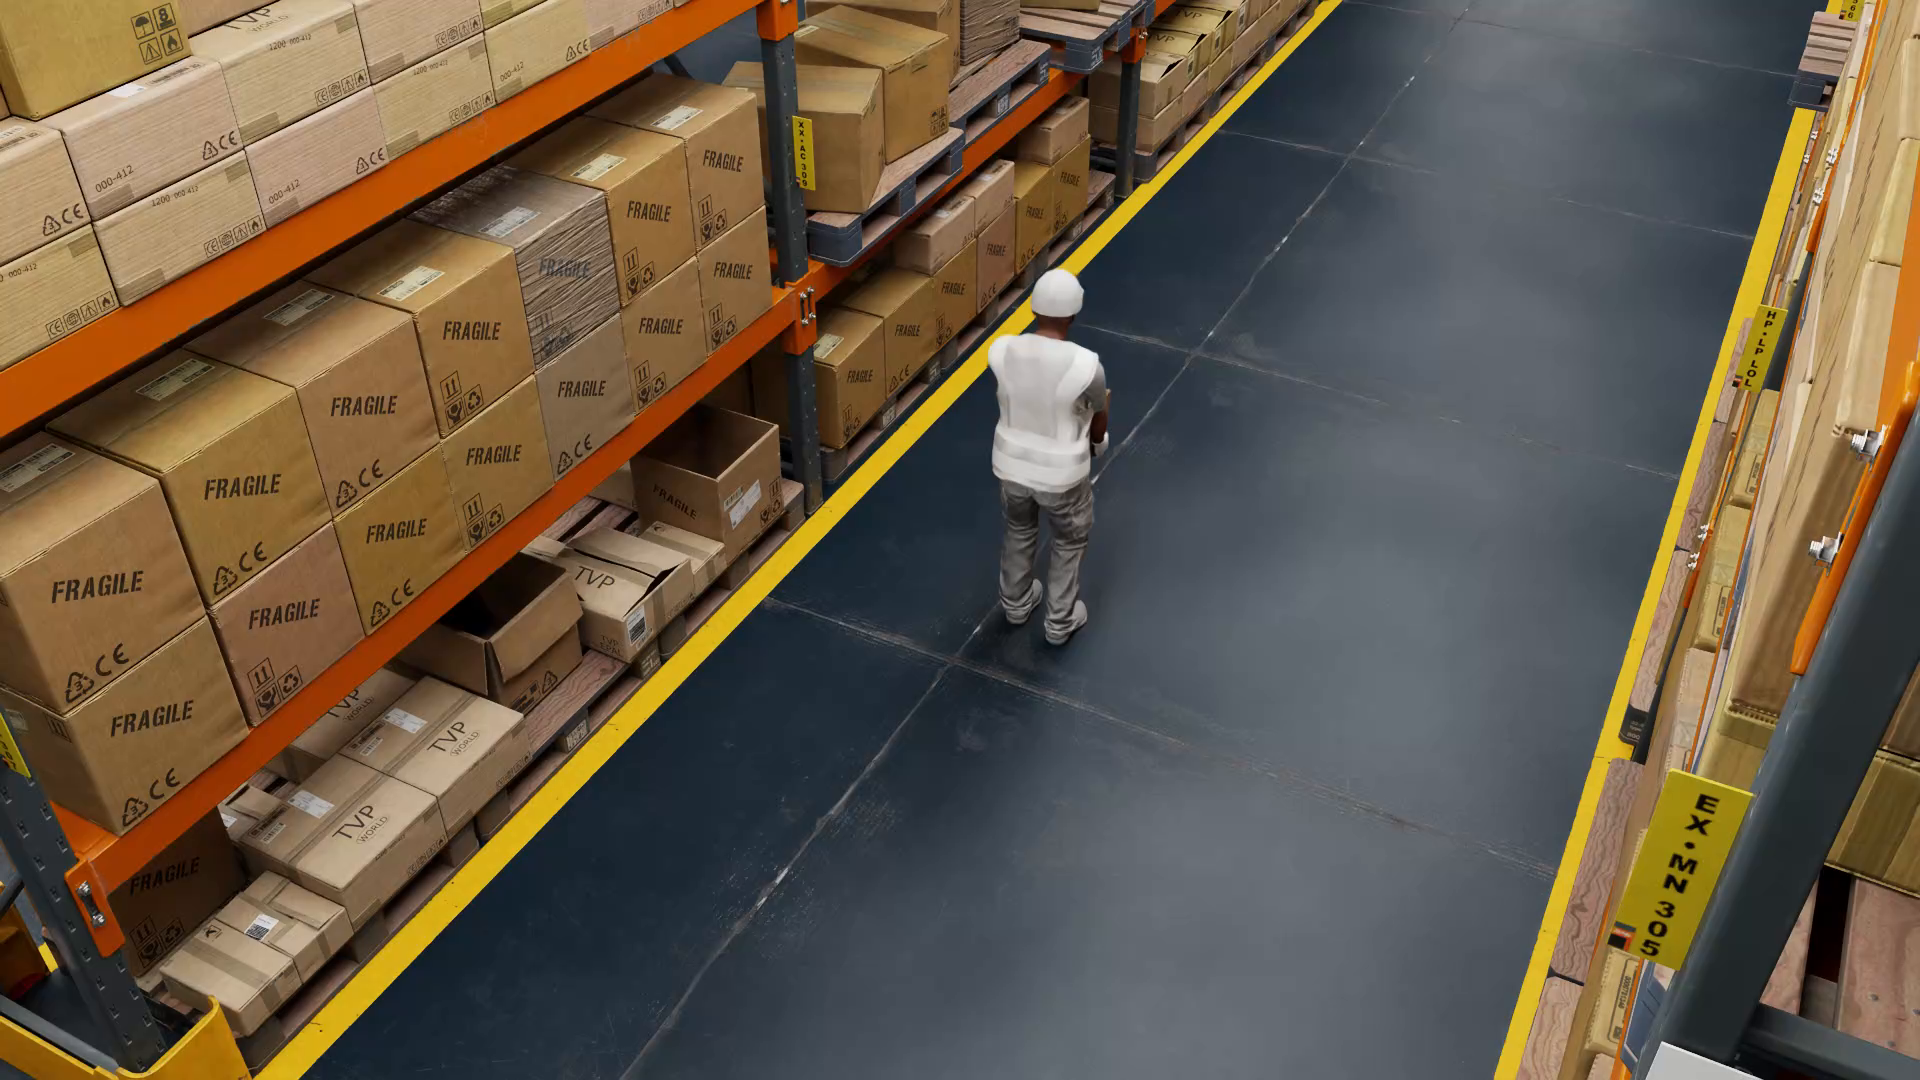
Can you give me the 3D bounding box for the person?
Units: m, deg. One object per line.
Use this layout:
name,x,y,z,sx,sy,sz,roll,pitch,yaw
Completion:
person,0.388,-0.371,7.226,0.491,1.767,0.593,17,41,21
